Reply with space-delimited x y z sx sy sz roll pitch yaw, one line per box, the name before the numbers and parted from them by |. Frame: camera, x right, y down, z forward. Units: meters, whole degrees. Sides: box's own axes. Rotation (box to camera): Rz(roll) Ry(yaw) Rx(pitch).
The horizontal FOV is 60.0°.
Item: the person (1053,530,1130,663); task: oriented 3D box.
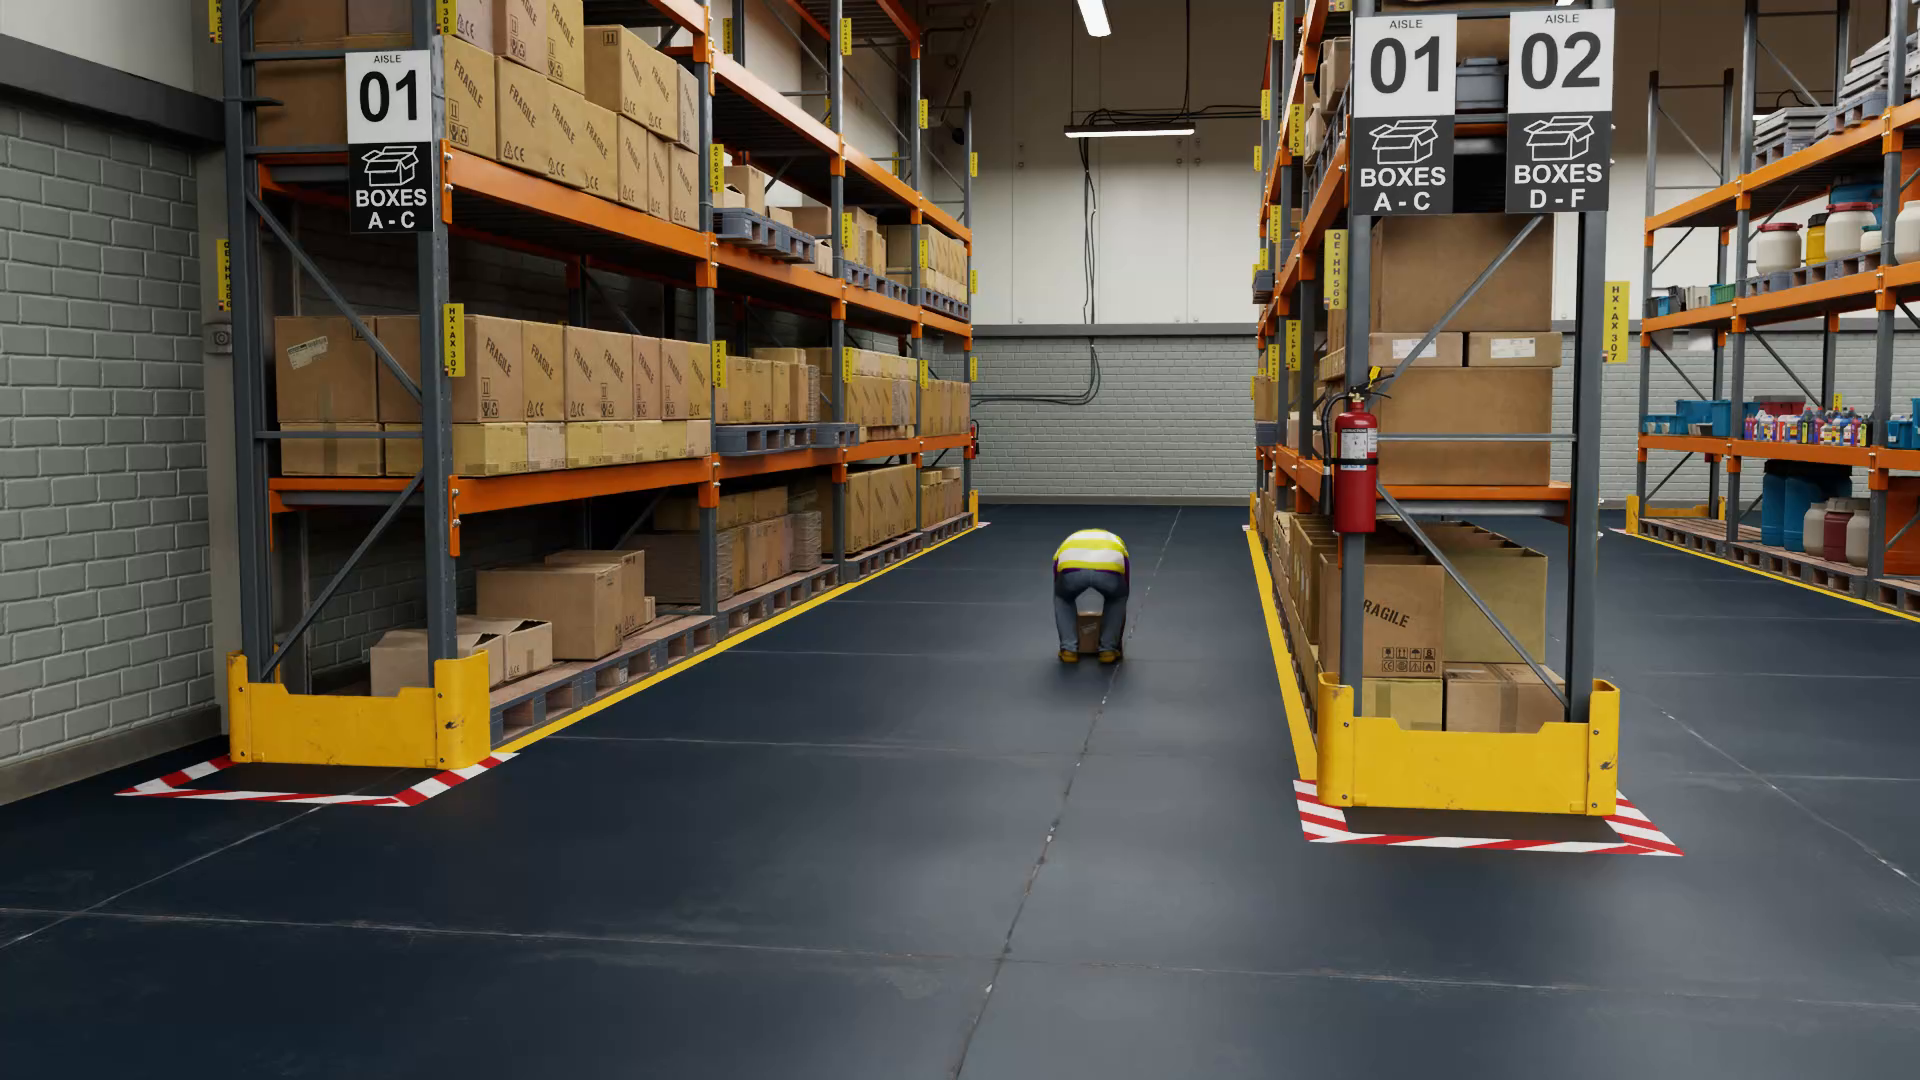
person | 0.858 0.358 10.949 0.511 0.864 0.980 1 4 7
